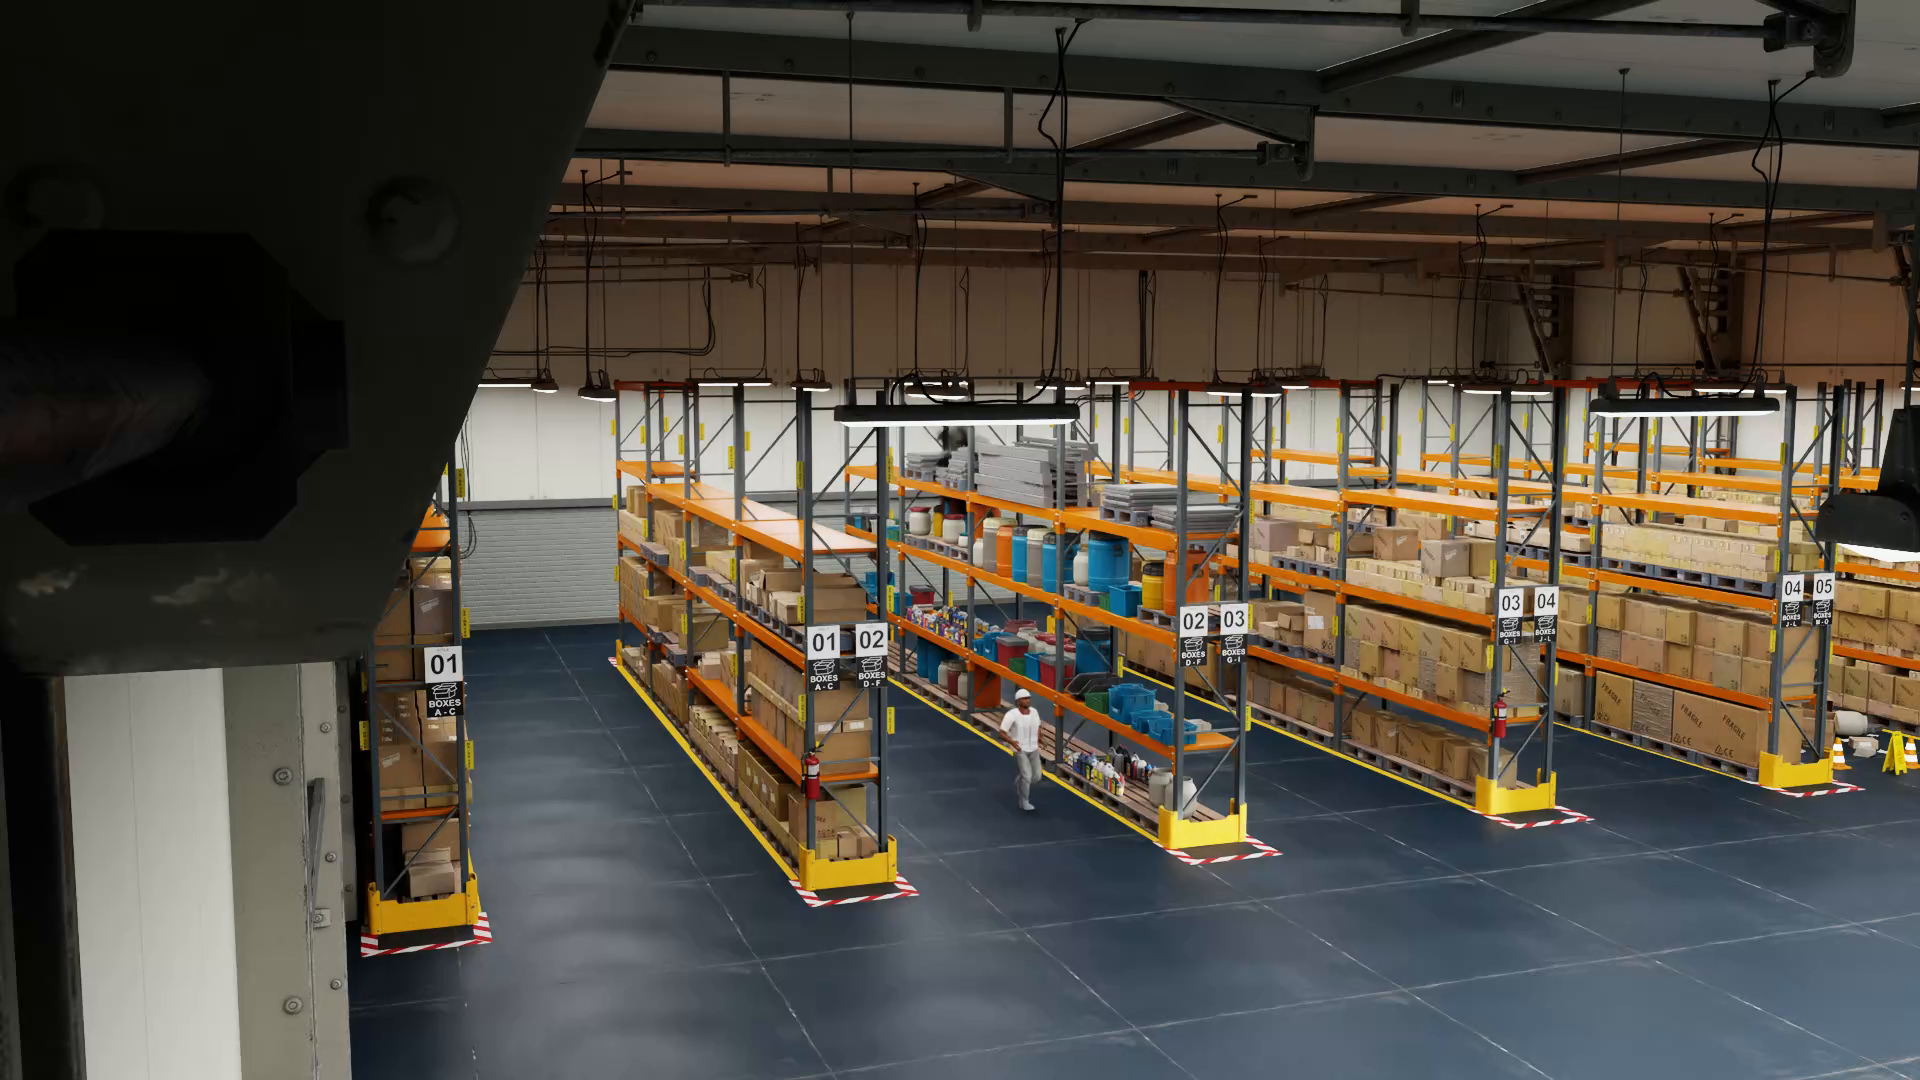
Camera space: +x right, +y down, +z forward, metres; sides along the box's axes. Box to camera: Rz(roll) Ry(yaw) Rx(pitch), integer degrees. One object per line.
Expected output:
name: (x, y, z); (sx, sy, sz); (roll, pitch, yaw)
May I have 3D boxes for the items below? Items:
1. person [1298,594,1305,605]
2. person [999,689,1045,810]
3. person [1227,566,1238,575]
person: (8.509, 1.208, 40.922); (0.537, 1.648, 0.582); (5, 8, 39)
person: (0.894, 2.973, 23.712); (0.697, 1.714, 0.609); (-4, 7, -31)
person: (6.581, 1.128, 41.024); (0.763, 1.788, 0.706); (-2, 6, -17)
